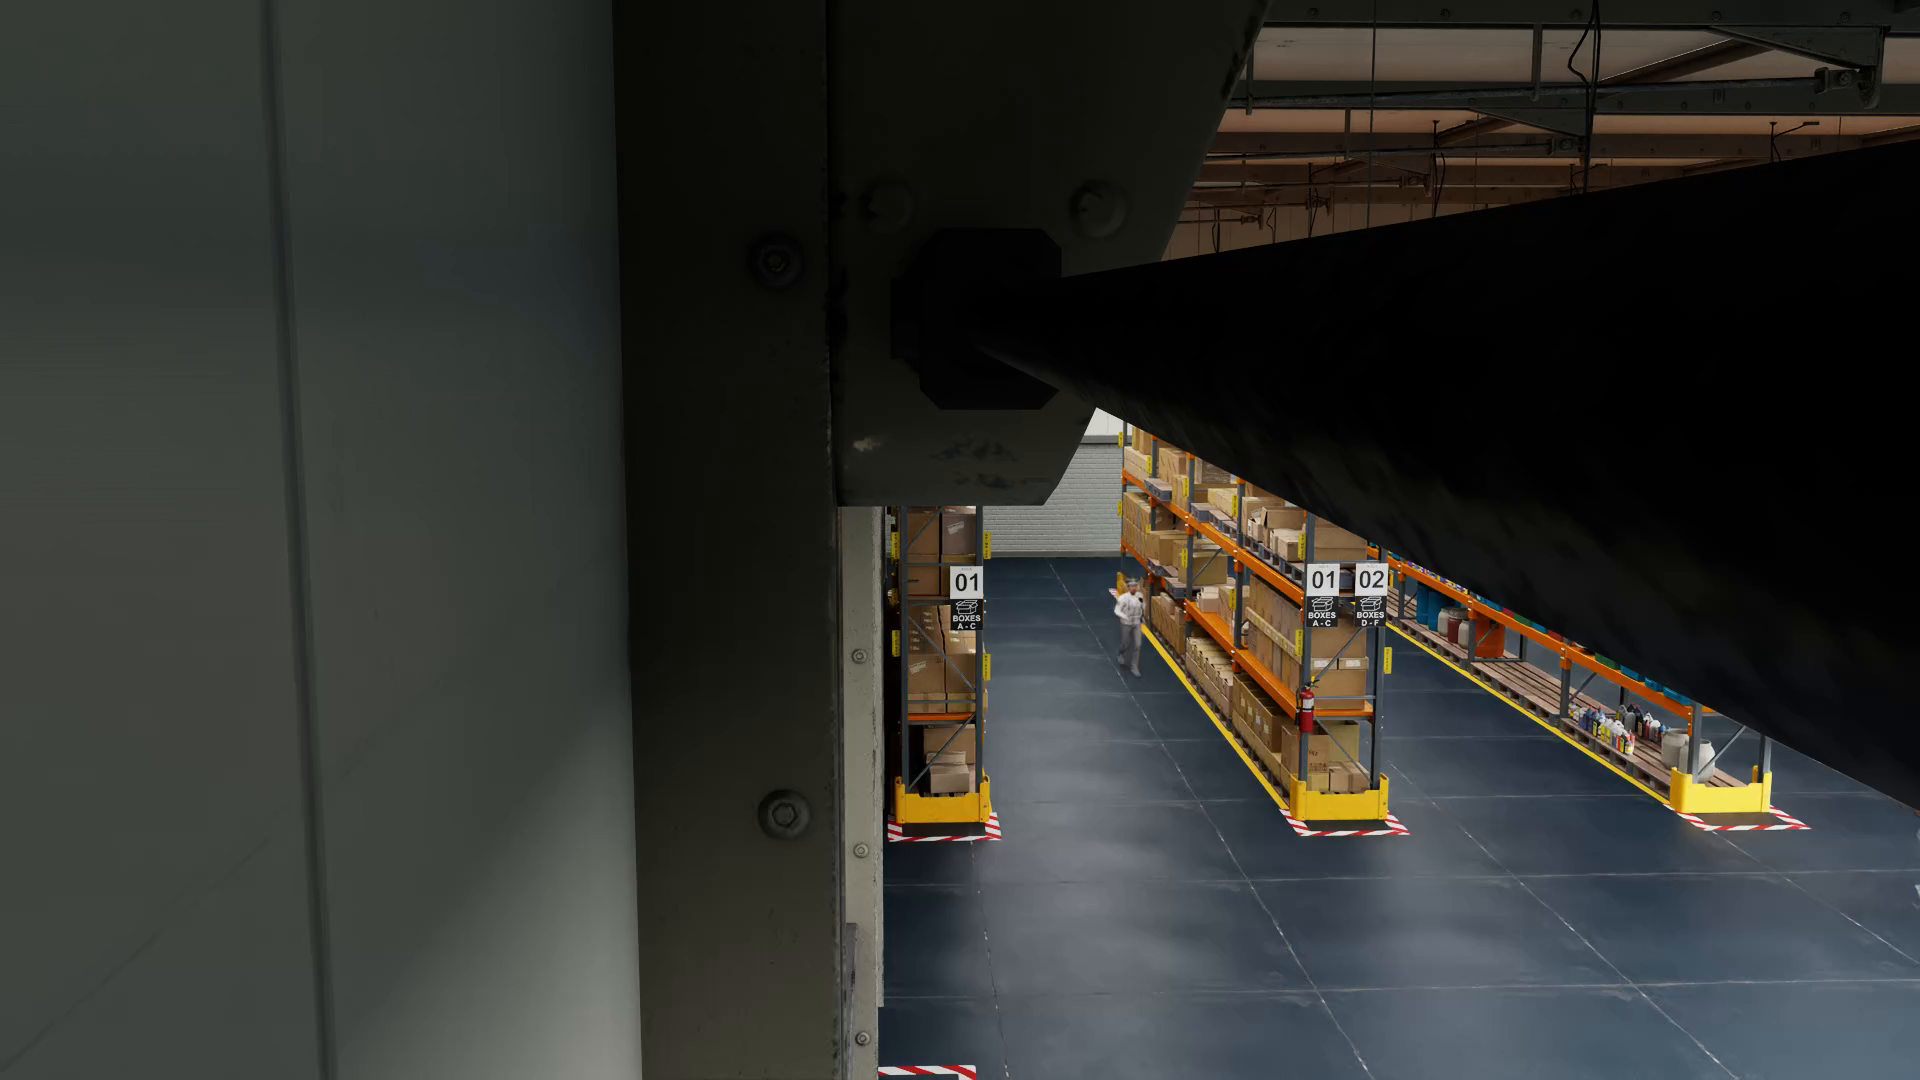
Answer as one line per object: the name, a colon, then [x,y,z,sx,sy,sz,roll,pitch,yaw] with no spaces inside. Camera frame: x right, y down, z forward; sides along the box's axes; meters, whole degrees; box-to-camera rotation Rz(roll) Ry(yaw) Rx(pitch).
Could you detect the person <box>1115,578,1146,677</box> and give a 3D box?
person: [2.956,1.463,28.841,0.601,1.690,0.872,-2,8,-11]
